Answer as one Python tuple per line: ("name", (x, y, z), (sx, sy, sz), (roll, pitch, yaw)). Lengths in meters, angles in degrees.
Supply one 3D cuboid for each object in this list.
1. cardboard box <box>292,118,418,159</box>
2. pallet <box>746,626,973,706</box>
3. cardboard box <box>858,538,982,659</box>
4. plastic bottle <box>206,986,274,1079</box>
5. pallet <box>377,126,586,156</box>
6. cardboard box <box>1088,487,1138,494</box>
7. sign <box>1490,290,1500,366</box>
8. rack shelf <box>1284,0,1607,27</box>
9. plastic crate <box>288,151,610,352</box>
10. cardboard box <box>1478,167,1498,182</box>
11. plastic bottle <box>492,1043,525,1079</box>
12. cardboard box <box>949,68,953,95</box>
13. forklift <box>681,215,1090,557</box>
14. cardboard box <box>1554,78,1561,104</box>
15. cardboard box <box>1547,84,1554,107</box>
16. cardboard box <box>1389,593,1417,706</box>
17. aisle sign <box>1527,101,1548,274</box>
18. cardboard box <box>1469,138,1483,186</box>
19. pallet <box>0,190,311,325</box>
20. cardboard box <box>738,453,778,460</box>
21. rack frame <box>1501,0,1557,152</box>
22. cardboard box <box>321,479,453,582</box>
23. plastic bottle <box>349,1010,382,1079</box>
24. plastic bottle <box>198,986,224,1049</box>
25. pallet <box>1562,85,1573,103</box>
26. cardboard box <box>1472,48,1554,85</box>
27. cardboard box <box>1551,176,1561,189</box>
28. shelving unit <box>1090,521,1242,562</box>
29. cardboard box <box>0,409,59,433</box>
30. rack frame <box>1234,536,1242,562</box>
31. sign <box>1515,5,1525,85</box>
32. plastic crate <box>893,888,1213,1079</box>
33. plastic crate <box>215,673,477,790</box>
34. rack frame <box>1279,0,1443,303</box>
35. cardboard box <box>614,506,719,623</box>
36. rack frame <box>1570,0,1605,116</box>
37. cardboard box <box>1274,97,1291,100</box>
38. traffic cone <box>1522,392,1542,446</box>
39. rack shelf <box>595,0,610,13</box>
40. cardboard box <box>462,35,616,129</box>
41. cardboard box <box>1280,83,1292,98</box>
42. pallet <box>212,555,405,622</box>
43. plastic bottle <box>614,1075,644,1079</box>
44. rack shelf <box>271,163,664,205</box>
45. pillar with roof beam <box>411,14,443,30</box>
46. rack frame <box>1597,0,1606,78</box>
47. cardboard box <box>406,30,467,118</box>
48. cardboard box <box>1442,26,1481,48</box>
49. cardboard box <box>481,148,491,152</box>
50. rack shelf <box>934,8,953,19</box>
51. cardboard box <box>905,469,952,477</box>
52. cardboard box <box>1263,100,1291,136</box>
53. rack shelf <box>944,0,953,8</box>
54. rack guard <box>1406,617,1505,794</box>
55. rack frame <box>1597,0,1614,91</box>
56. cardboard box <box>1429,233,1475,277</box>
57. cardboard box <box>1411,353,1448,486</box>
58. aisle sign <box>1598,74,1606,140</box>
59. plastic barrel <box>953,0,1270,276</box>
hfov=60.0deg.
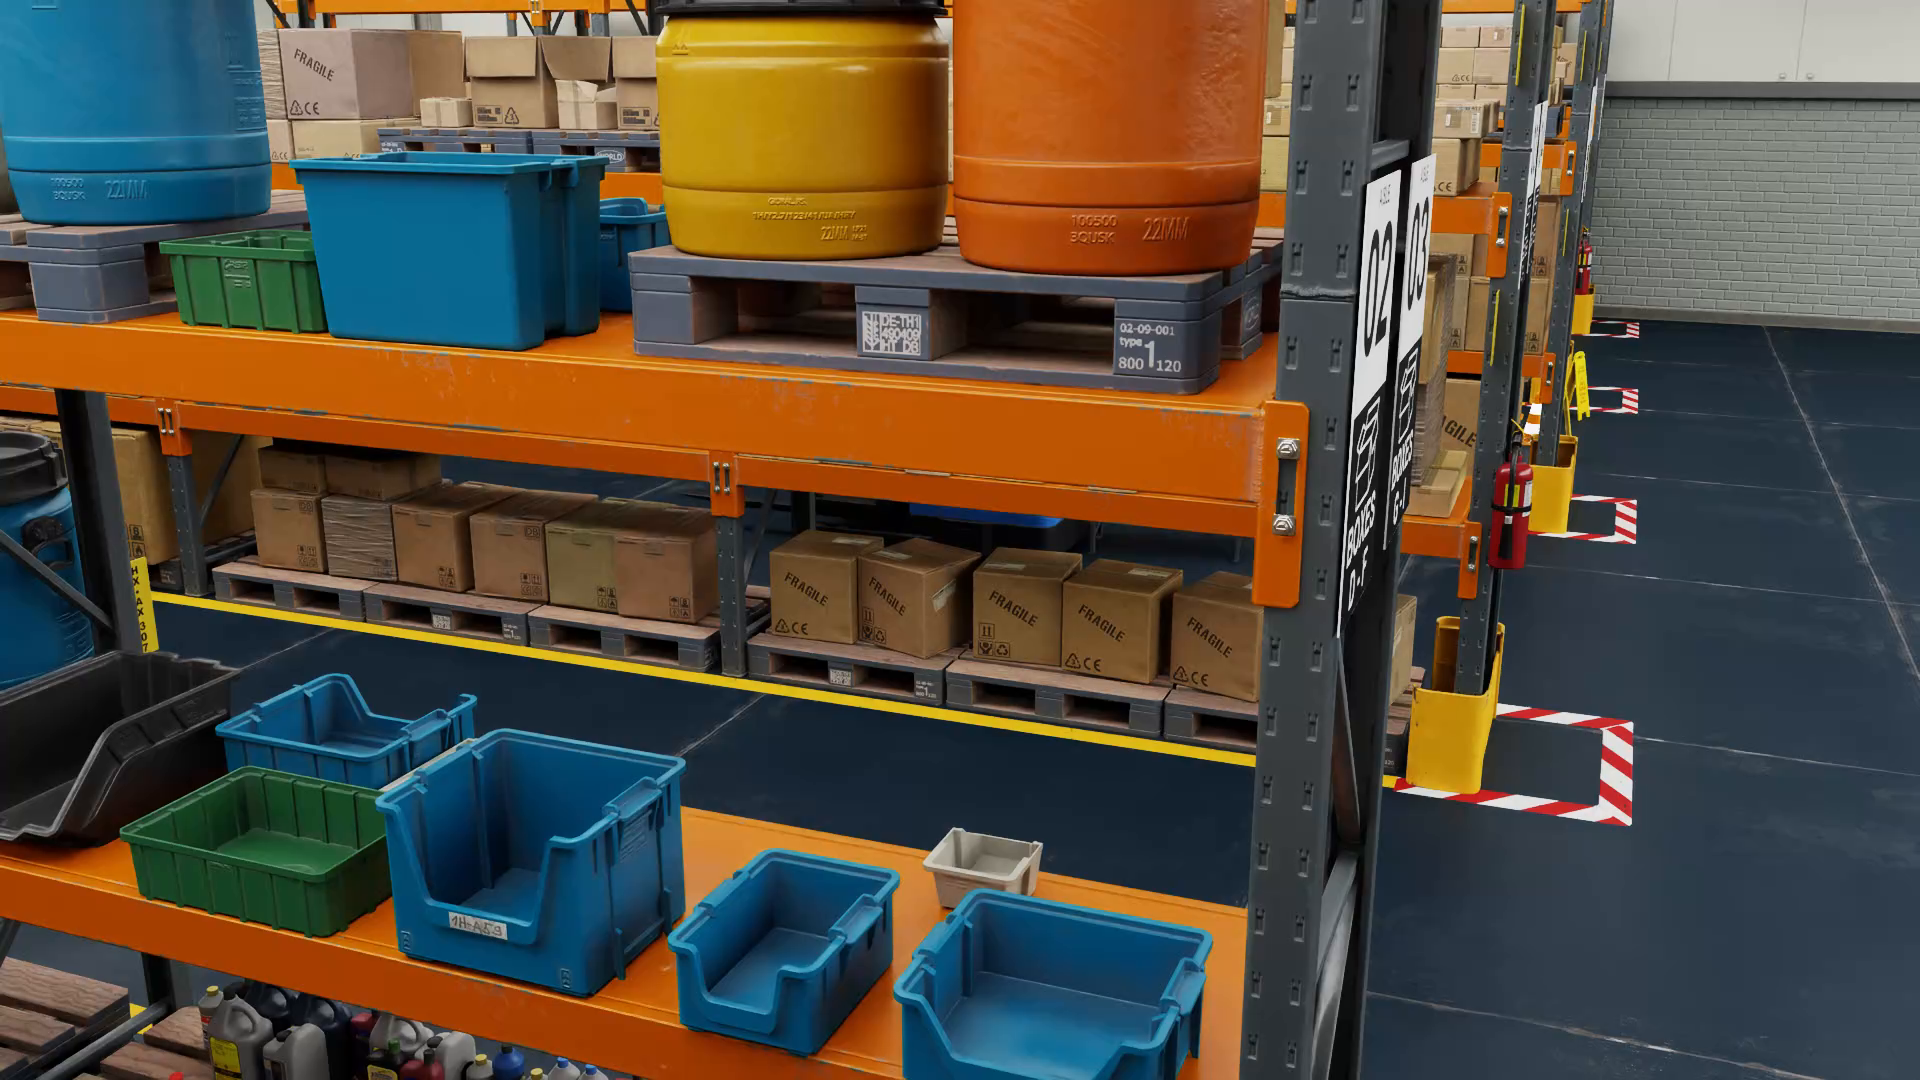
("cardboard box", (-3.537, -2.347, 9.765), (0.500, 0.250, 0.500), (7, 17, 22))
("pallet", (-0.482, 0.613, 9.684), (1.213, 0.211, 1.003), (6, 17, 21))
("cardboard box", (-0.226, 0.321, 9.418), (0.500, 0.500, 0.500), (13, 21, 38))
("plastic bottle", (-2.285, 1.588, 5.285), (0.185, 0.351, 0.144), (6, 17, 21))
("pallet", (-2.621, -2.332, 9.783), (1.003, 0.211, 1.213), (6, 17, 21))
("cardboard box", (0.827, -0.358, 8.476), (0.250, 0.149, 0.380), (6, 17, 21))
("sign", (2.379, -0.943, 7.396), (0.005, 0.325, 0.100), (6, 17, 21))
("rack shelf", (6.195, -6.783, 21.404), (4.000, 0.370, 1.077), (6, 17, 21))
("plastic crate", (-1.100, -0.642, 3.653), (0.575, 0.384, 0.392), (6, 17, 21))
("cardboard box", (5.214, -3.667, 16.919), (0.500, 0.500, 0.700), (6, 17, 21))
("plastic bottle", (-1.388, 1.675, 5.129), (0.097, 0.271, 0.097), (0, 16, 0))
("cardboard box", (0.079, -3.711, 13.532), (0.500, 0.250, 0.500), (6, 17, 21))
("forklift", (-0.585, -1.473, 11.990), (3.031, 2.935, 1.130), (6, 17, 21))
("cardboard box", (5.663, -4.441, 16.445), (0.500, 0.250, 0.500), (6, 17, 20))
("cardboard box", (4.082, -3.168, 11.845), (0.250, 0.149, 0.380), (6, 17, 21))
("cardboard box", (2.027, 0.554, 8.616), (0.500, 0.500, 0.500), (10, 19, 31))
("aisle sign", (2.769, -1.696, 7.974), (0.004, 0.787, 0.394), (6, 17, 21))
("cardboard box", (2.248, -1.861, 8.094), (0.500, 0.250, 0.500), (7, 18, 22))
("pallet", (-2.230, -0.803, 4.516), (1.003, 0.211, 1.213), (6, 17, 21))
("cardboard box", (-1.030, -0.565, 9.191), (0.250, 0.149, 0.380), (6, 17, 21))
("rack frame", (2.602, -3.258, 7.254), (0.127, 3.000, 1.000), (6, 17, 21))
("cardboard box", (-3.689, -0.089, 10.794), (0.500, 0.500, 0.700), (5, 17, 16))
("plastic bottle", (-1.887, 1.609, 5.335), (0.133, 0.283, 0.061), (8, 18, 24))
("plastic bottle", (-2.485, 1.588, 5.555), (0.097, 0.201, 0.097), (0, 16, 0))
("pallet", (7.407, -5.712, 21.246), (1.213, 0.211, 1.003), (6, 17, 21))
("cardboard box", (3.958, -3.391, 11.898), (0.500, 0.250, 0.500), (7, 17, 21))
("cardboard box", (7.630, -4.557, 21.147), (0.250, 0.149, 0.380), (7, 17, 21))
("shelving unit", (1.485, -0.661, 11.759), (1.048, 1.500, 0.538), (3, 16, 11))
("cardboard box", (-6.301, -0.545, 11.730), (0.875, 0.875, 1.225), (6, 17, 21))
("rack frame", (1.984, -0.633, 11.663), (0.032, 1.500, 0.500), (3, 16, 11))
("sign", (2.379, -2.100, 7.060), (0.005, 0.325, 0.100), (6, 17, 21))
("plastic crate", (0.209, 1.006, 3.596), (0.616, 0.251, 0.499), (6, 17, 21))
("plastic crate", (-1.808, 0.613, 4.949), (0.616, 0.251, 0.499), (6, 17, 21))
("rack frame", (0.784, -1.973, 2.829), (0.127, 3.000, 1.000), (6, 17, 21))
("cardboard box", (-1.683, 0.135, 10.023), (0.500, 0.500, 0.700), (5, 17, 16))
("rack frame", (4.515, -4.534, 11.650), (0.127, 3.000, 1.000), (6, 17, 21))
("cardboard box", (1.717, -2.117, 8.258), (0.250, 0.149, 0.380), (7, 18, 23))
("traffic cone", (5.273, -1.115, 15.185), (0.334, 0.463, 0.336), (6, 17, 21))
("rack shelf", (-1.066, -4.610, 13.920), (4.000, 0.370, 1.077), (6, 17, 21))
("cardboard box", (-2.397, -2.647, 9.594), (0.637, 0.503, 0.797), (7, 18, 23))
("cardboard box", (2.423, -3.350, 12.472), (0.250, 0.149, 0.380), (7, 17, 21))
("pallet", (-4.114, 0.225, 11.022), (1.213, 0.211, 1.003), (6, 17, 21))
("plastic bottle", (-0.992, 1.707, 4.996), (0.133, 0.283, 0.061), (7, 17, 22))
("rack shelf", (-2.980, -2.085, 9.887), (4.000, 0.370, 1.077), (6, 17, 21))
("pillar with roof beam", (-10.586, -8.145, 24.090), (0.400, 9.000, 9.100), (6, 17, 21))
("rack frame", (6.238, -5.828, 16.107), (0.127, 3.000, 1.000), (6, 17, 21))
("cardboard box", (-3.369, -2.835, 10.104), (0.500, 0.500, 0.500), (7, 17, 22))
("cardboard box", (3.607, -3.604, 11.914), (0.250, 0.149, 0.380), (7, 17, 22))
("cardboard box", (-5.935, -4.733, 21.125), (0.500, 0.500, 0.500), (6, 17, 20))
("rack shelf", (-1.247, -7.601, 24.223), (4.000, 0.370, 1.077), (6, 17, 21))
("cardboard box", (-0.106, -0.458, 8.823), (0.250, 0.149, 0.380), (6, 17, 21))
("cardboard box", (1.493, -1.960, 7.719), (0.250, 0.149, 0.380), (6, 17, 21))
("rack shelf", (0.656, -5.904, 18.378), (4.000, 0.370, 1.077), (6, 17, 21))
("rack guard", (2.531, 0.816, 8.466), (0.348, 0.500, 1.175), (6, 17, 21))
("rack frame", (8.056, -7.116, 20.543), (0.127, 3.000, 1.000), (6, 17, 21))
("cardboard box", (3.639, -2.324, 12.591), (0.550, 0.550, 0.875), (6, 17, 21))
("cardboard box", (2.100, -0.631, 8.253), (0.500, 0.500, 0.875), (6, 17, 21))
("aisle sign", (8.009, -5.400, 20.732), (0.004, 0.787, 0.394), (6, 17, 21))
("plastic barrel", (0.286, -0.957, 3.187), (0.708, 0.830, 0.600), (6, 17, 21))
